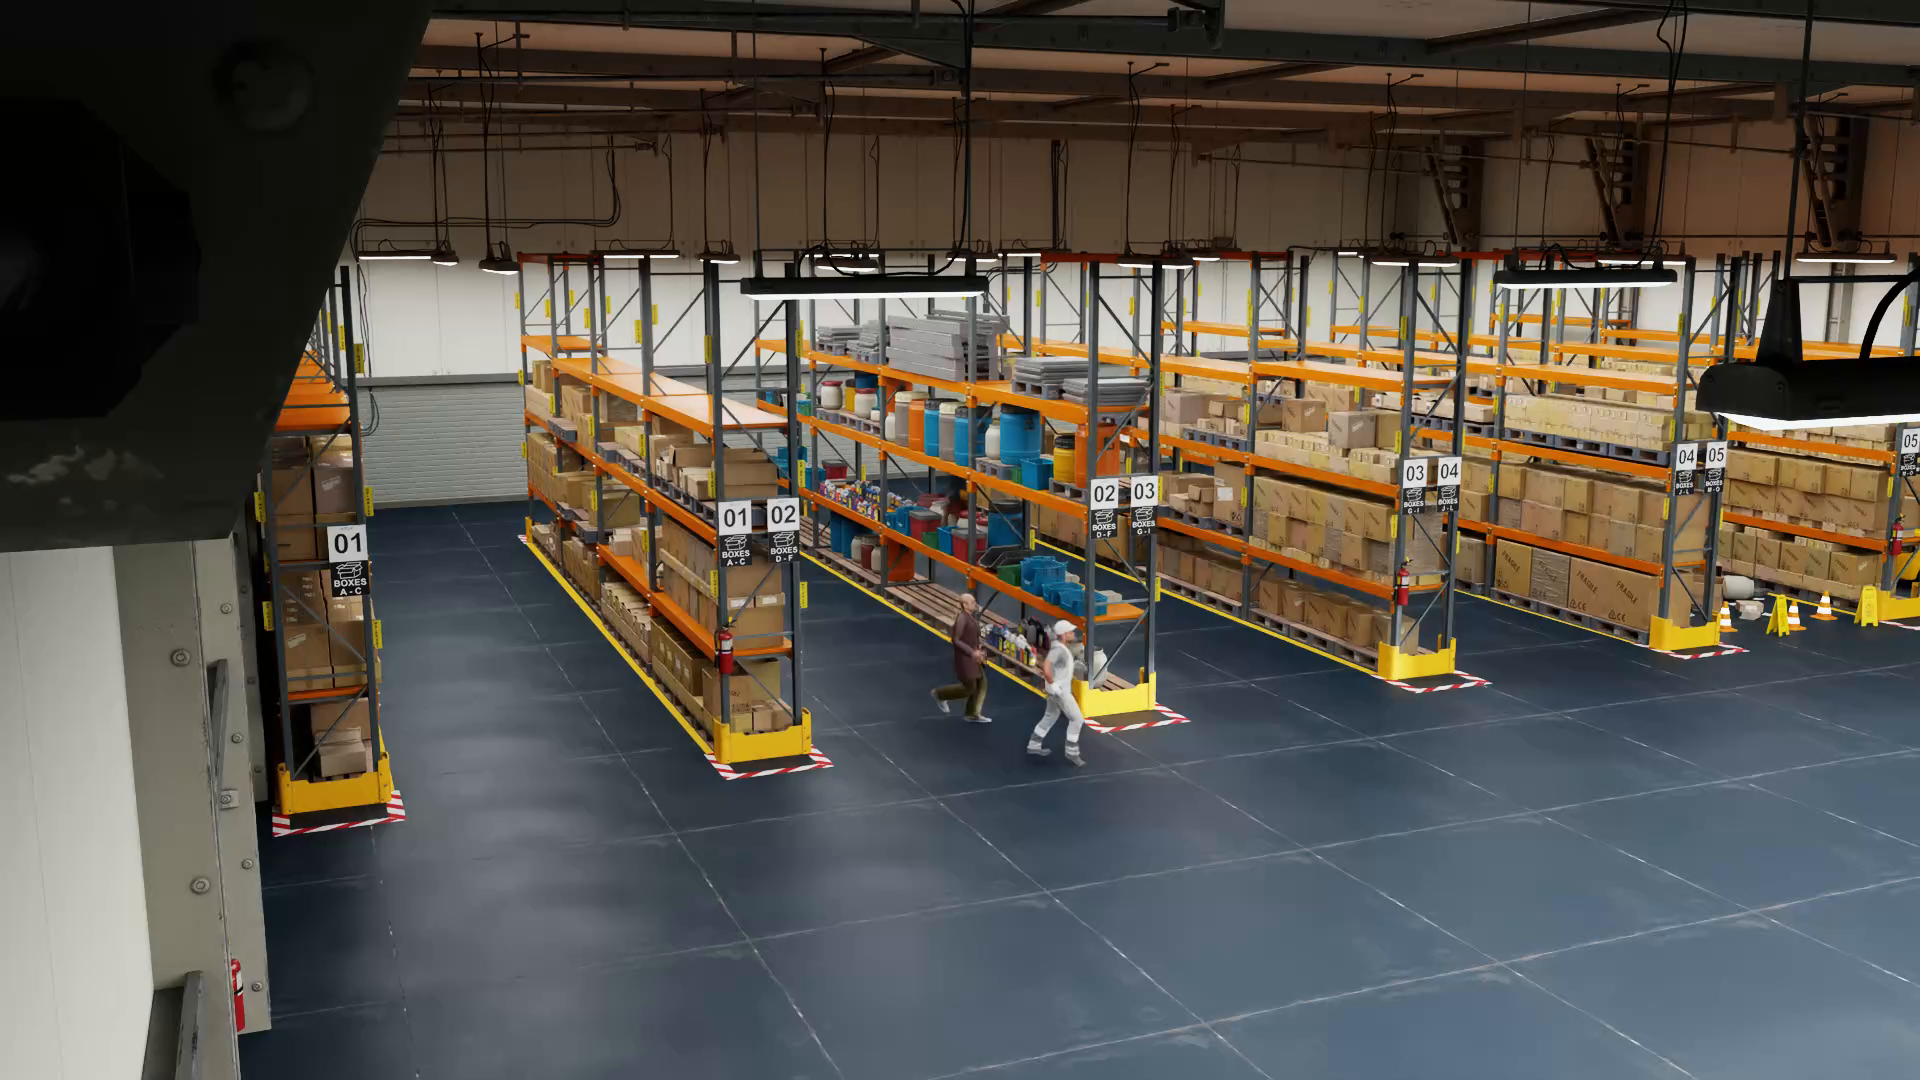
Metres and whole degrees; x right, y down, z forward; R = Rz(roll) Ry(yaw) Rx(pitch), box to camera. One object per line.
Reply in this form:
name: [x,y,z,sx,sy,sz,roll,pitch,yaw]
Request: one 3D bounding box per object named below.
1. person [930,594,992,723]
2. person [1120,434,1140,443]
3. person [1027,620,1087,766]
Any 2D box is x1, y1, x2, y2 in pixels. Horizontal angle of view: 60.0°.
person: [0.024,1.549,21.813,0.806,1.735,0.723,3,11,13]
person: [4.183,-2.100,41.631,0.638,1.787,0.696,2,11,13]
person: [1.195,1.859,19.986,0.680,1.839,0.761,0,10,1]
